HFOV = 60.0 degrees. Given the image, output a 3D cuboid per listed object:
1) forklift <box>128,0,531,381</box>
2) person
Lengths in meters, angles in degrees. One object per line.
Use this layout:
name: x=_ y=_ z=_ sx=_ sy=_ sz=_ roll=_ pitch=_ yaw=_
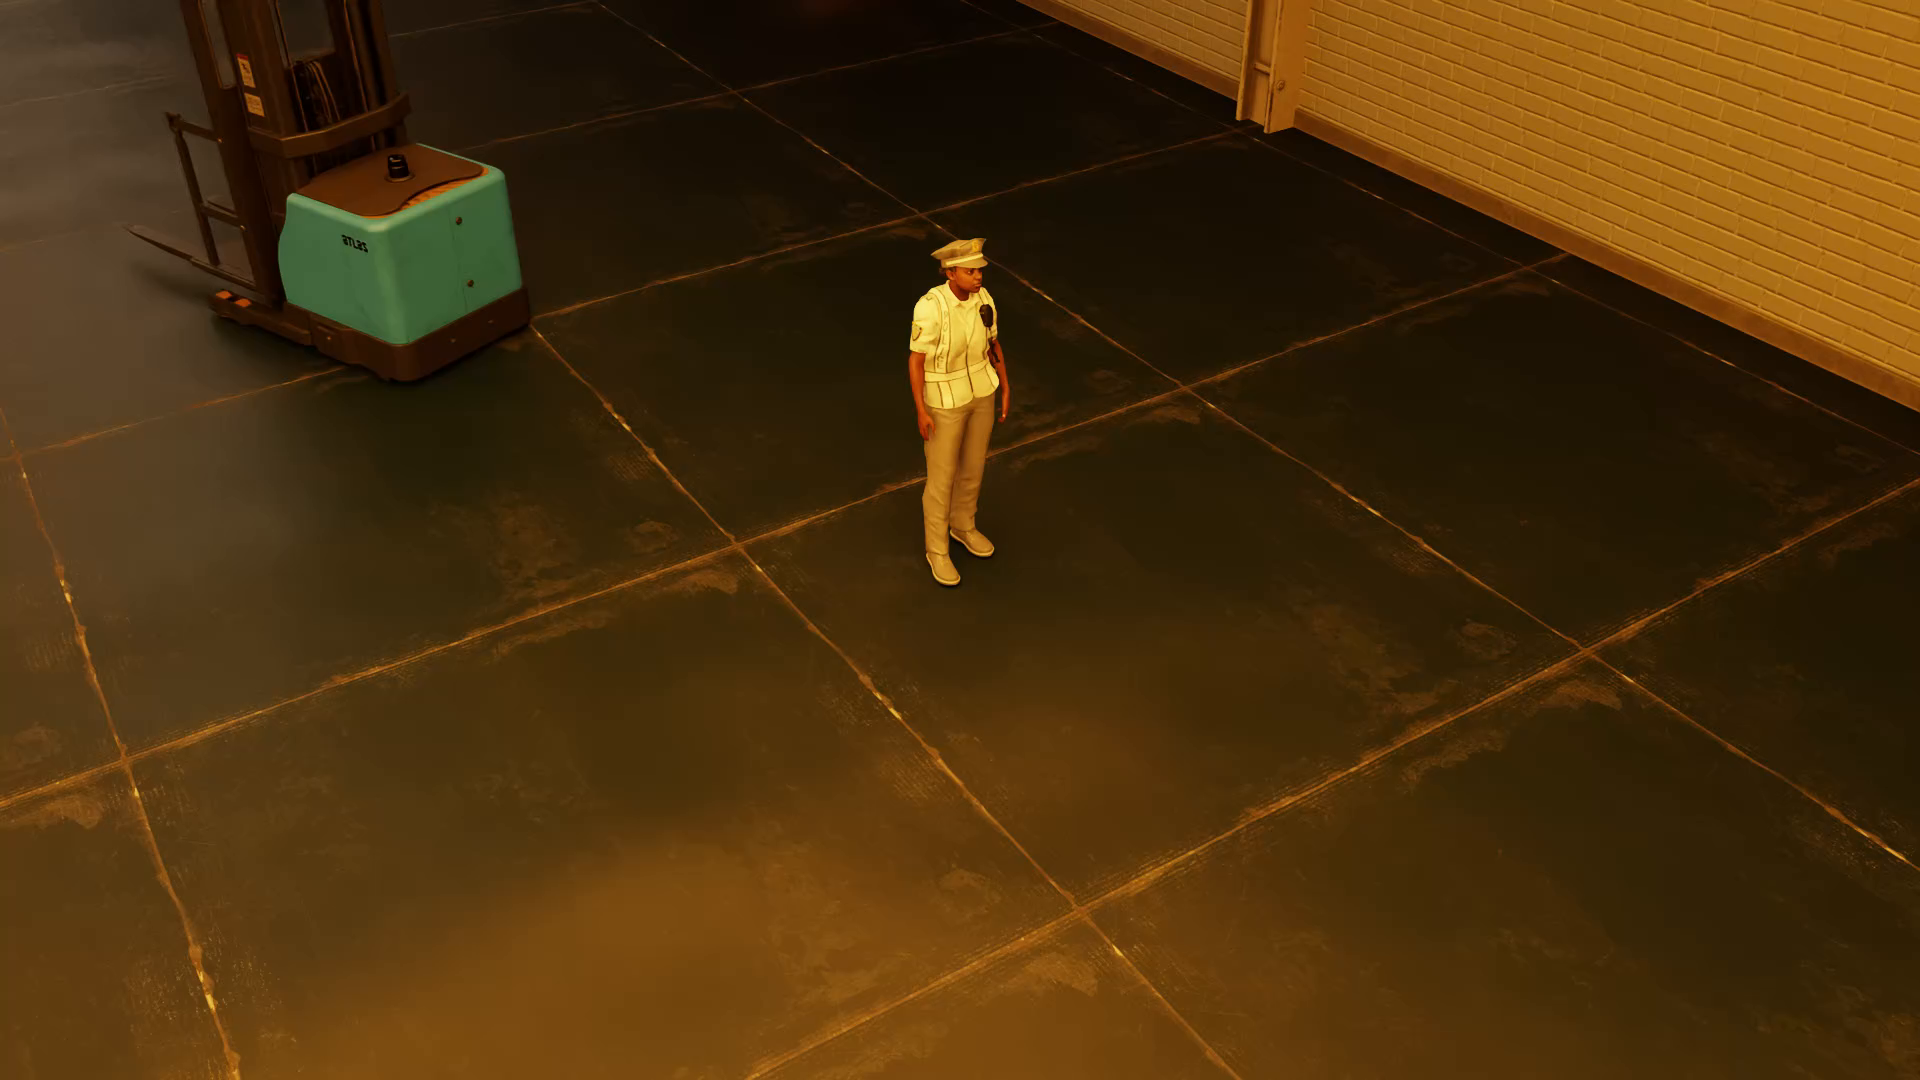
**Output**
forklift: x=-4.230 y=-2.803 z=10.137 sx=3.031 sy=2.935 sz=1.130 roll=22 pitch=40 yaw=28
person: x=0.024 y=-0.656 z=8.146 sx=0.569 sy=1.692 sz=0.530 roll=-21 pitch=40 yaw=-27
